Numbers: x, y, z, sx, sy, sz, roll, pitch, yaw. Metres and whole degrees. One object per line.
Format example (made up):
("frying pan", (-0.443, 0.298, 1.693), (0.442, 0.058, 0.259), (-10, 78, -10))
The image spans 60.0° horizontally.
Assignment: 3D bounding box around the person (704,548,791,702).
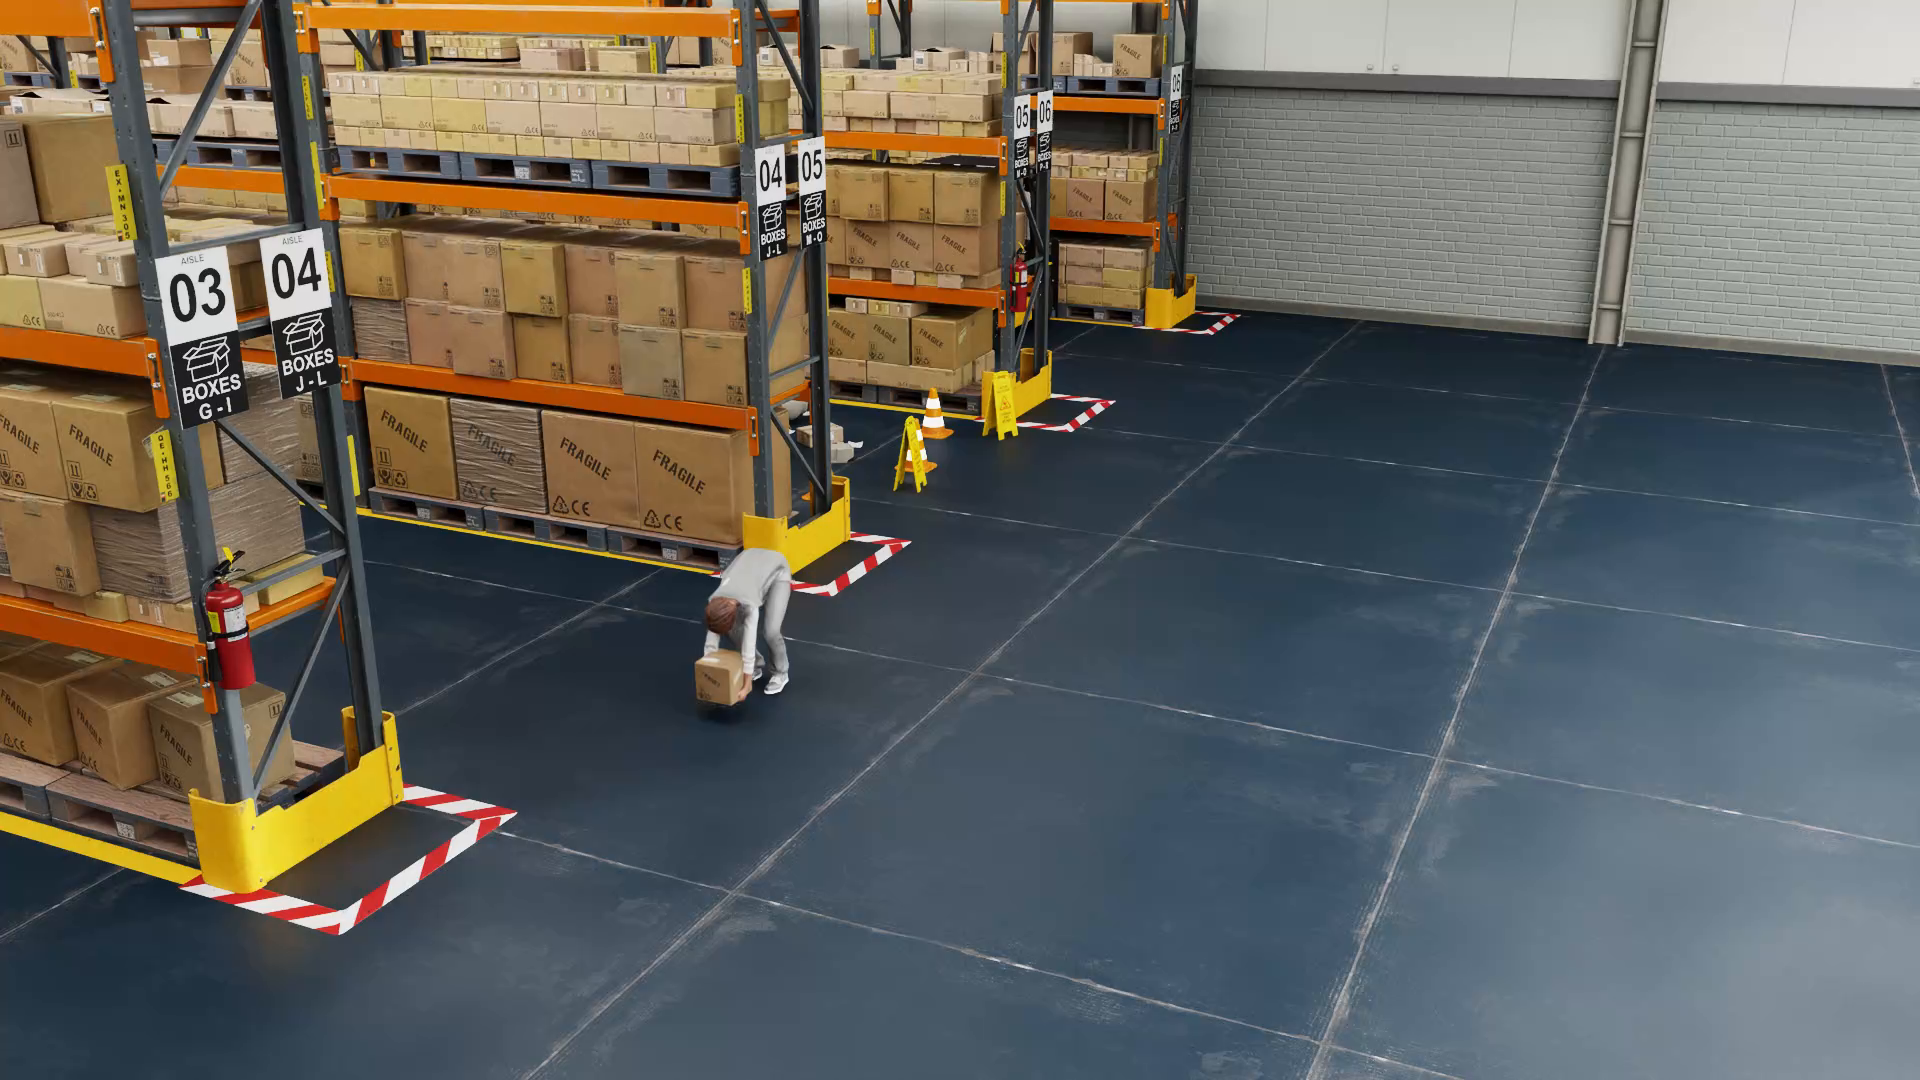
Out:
("person", (-1.347, 0.561, 10.502), (0.416, 0.923, 0.861), (7, 21, 20))
